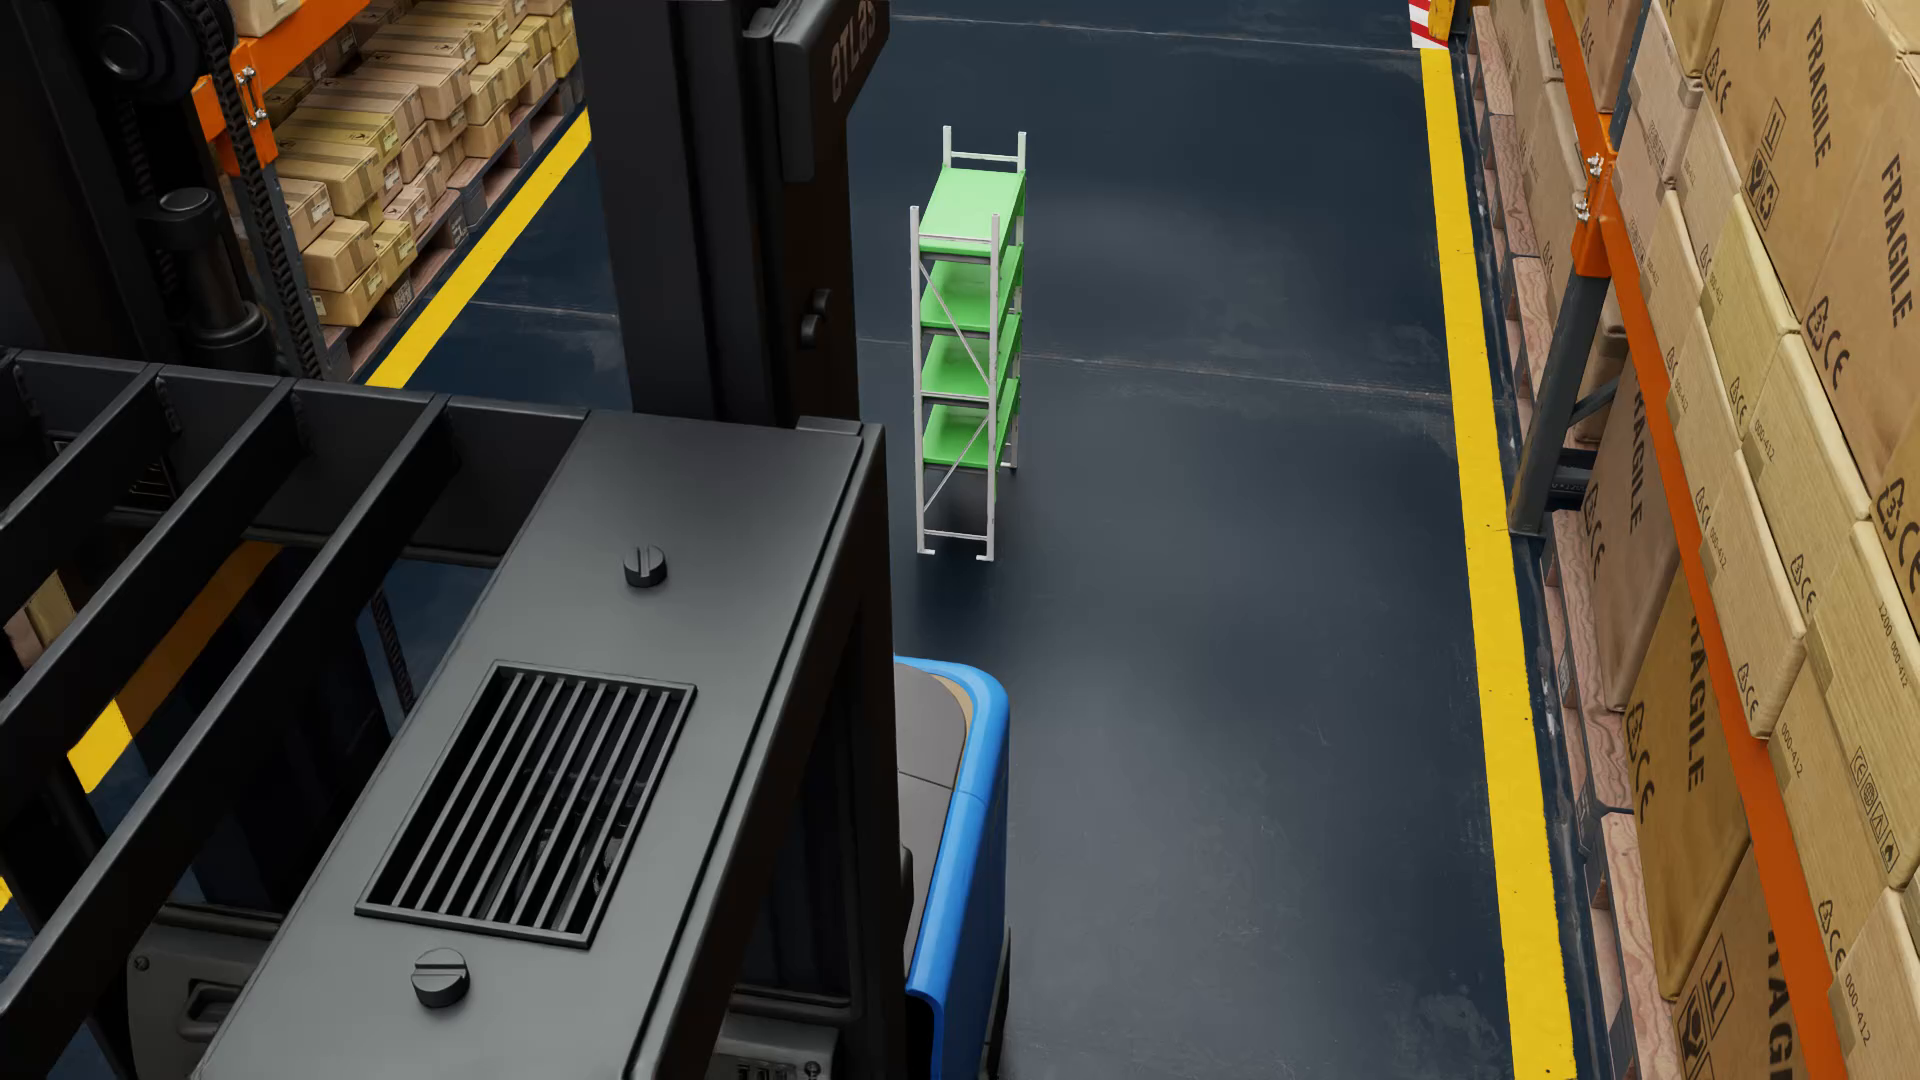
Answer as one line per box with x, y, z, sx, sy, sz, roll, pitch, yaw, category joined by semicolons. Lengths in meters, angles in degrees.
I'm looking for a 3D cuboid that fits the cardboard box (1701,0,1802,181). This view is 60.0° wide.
1.821;-1.011;3.255;0.500;0.500;0.500;6;40;7;cardboard box

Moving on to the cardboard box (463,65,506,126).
-2.086;-1.822;6.774;0.380;0.149;0.250;6;40;7;cardboard box

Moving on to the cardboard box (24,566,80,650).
-2.621;-0.020;4.552;0.500;0.500;0.500;6;40;7;cardboard box

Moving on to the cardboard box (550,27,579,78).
-1.933;-2.204;7.469;0.380;0.149;0.250;5;40;6;cardboard box

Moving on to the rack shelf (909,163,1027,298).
0.029;-0.887;4.728;0.258;0.148;0.480;6;40;8;rack shelf

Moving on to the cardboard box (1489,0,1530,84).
2.917;-2.413;7.496;0.875;0.438;0.875;5;40;6;cardboard box

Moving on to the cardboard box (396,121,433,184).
-2.262;-1.501;6.385;0.380;0.149;0.250;4;40;5;cardboard box

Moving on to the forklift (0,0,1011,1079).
-0.652;0.820;1.958;1.130;2.935;3.031;6;40;8;forklift

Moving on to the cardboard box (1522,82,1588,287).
2.610;-1.272;6.116;0.875;0.438;0.875;5;40;6;cardboard box

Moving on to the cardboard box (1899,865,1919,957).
1.467;0.568;1.935;0.500;0.250;0.500;5;40;7;cardboard box

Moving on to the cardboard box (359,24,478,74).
-2.174;-1.949;6.694;0.380;0.149;0.250;5;40;6;cardboard box

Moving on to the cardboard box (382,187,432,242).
-2.235;-1.221;6.280;0.380;0.149;0.250;6;40;7;cardboard box

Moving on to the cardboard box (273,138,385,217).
-2.282;-1.288;5.895;0.380;0.149;0.250;8;40;10;cardboard box

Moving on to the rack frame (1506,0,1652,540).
2.241;-1.153;4.291;1.000;3.000;0.127;6;40;8;rack frame

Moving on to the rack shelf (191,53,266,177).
-2.998;-0.103;3.586;1.077;0.370;4.000;6;40;8;rack shelf

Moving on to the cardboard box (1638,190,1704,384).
1.817;-0.524;3.647;0.500;0.250;0.500;5;40;7;cardboard box

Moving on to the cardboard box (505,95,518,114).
-2.118;-1.884;7.082;0.380;0.149;0.250;7;40;9;cardboard box

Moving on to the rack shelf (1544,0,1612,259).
2.587;-2.131;6.038;1.077;0.370;4.000;6;40;8;rack shelf

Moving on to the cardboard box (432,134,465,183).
-2.228;-1.558;6.688;0.380;0.149;0.250;5;40;6;cardboard box

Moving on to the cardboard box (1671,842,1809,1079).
1.909;1.030;2.988;0.875;0.875;0.875;7;40;8;cardboard box

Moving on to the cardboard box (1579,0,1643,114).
2.069;-1.511;4.645;0.500;0.500;0.500;7;40;8;cardboard box

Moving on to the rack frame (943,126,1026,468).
0.071;-0.719;5.179;0.240;1.200;0.015;6;40;8;rack frame

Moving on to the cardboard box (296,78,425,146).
-2.264;-1.618;6.294;0.380;0.149;0.250;5;40;7;cardboard box

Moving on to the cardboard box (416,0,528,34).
-2.075;-2.267;7.079;0.380;0.149;0.250;5;40;6;cardboard box

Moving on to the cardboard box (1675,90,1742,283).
1.825;-0.713;3.484;0.500;0.250;0.500;7;40;8;cardboard box

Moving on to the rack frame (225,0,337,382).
-2.652;-1.636;4.875;1.000;3.000;0.127;6;40;8;rack frame

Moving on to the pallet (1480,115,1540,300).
2.658;-1.315;6.675;1.003;0.211;1.213;6;40;8;pallet

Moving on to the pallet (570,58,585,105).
-2.148;-2.518;8.130;1.003;0.211;1.213;6;40;8;pallet

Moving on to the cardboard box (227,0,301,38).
-2.281;-1.681;5.126;0.380;0.149;0.250;8;40;9;cardboard box

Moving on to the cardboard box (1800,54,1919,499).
1.648;-0.371;2.481;0.500;0.500;0.500;6;40;7;cardboard box

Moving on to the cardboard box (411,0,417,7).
-2.503;-2.479;7.335;0.380;0.149;0.250;8;40;9;cardboard box

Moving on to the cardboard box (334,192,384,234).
-2.319;-1.175;5.991;0.380;0.149;0.250;7;40;8;cardboard box

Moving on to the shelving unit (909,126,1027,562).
0.029;-0.566;4.993;0.258;1.200;0.503;6;40;8;shelving unit

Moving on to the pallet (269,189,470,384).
-2.570;-0.987;6.278;1.003;0.211;1.213;6;40;8;pallet

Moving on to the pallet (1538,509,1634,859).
2.182;0.414;4.584;1.003;0.211;1.213;6;40;8;pallet

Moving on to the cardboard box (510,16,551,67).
-1.998;-2.150;7.170;0.380;0.149;0.250;8;40;10;cardboard box

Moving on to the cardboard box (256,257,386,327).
-2.272;-0.892;5.883;0.380;0.149;0.250;5;40;6;cardboard box

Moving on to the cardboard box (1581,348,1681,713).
2.212;-0.099;4.353;0.875;0.875;0.875;8;40;9;cardboard box

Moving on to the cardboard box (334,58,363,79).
-2.616;-1.862;6.823;0.380;0.149;0.250;5;40;6;cardboard box

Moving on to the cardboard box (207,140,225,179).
-2.842;-1.345;5.964;0.380;0.149;0.250;7;40;8;cardboard box

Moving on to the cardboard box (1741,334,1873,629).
1.626;-0.082;2.720;0.500;0.250;0.500;5;40;6;cardboard box

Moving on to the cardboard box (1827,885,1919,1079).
1.454;0.746;2.111;0.500;0.250;0.500;7;40;8;cardboard box

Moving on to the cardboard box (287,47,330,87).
-2.728;-1.836;6.558;0.380;0.149;0.250;5;40;6;cardboard box

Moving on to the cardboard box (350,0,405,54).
-2.542;-2.151;6.938;0.380;0.149;0.250;6;40;8;cardboard box

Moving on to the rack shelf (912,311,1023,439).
0.029;-0.517;5.034;0.258;0.148;0.480;6;40;8;rack shelf

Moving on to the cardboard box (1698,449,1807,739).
1.617;0.109;2.882;0.500;0.250;0.500;6;40;7;cardboard box
